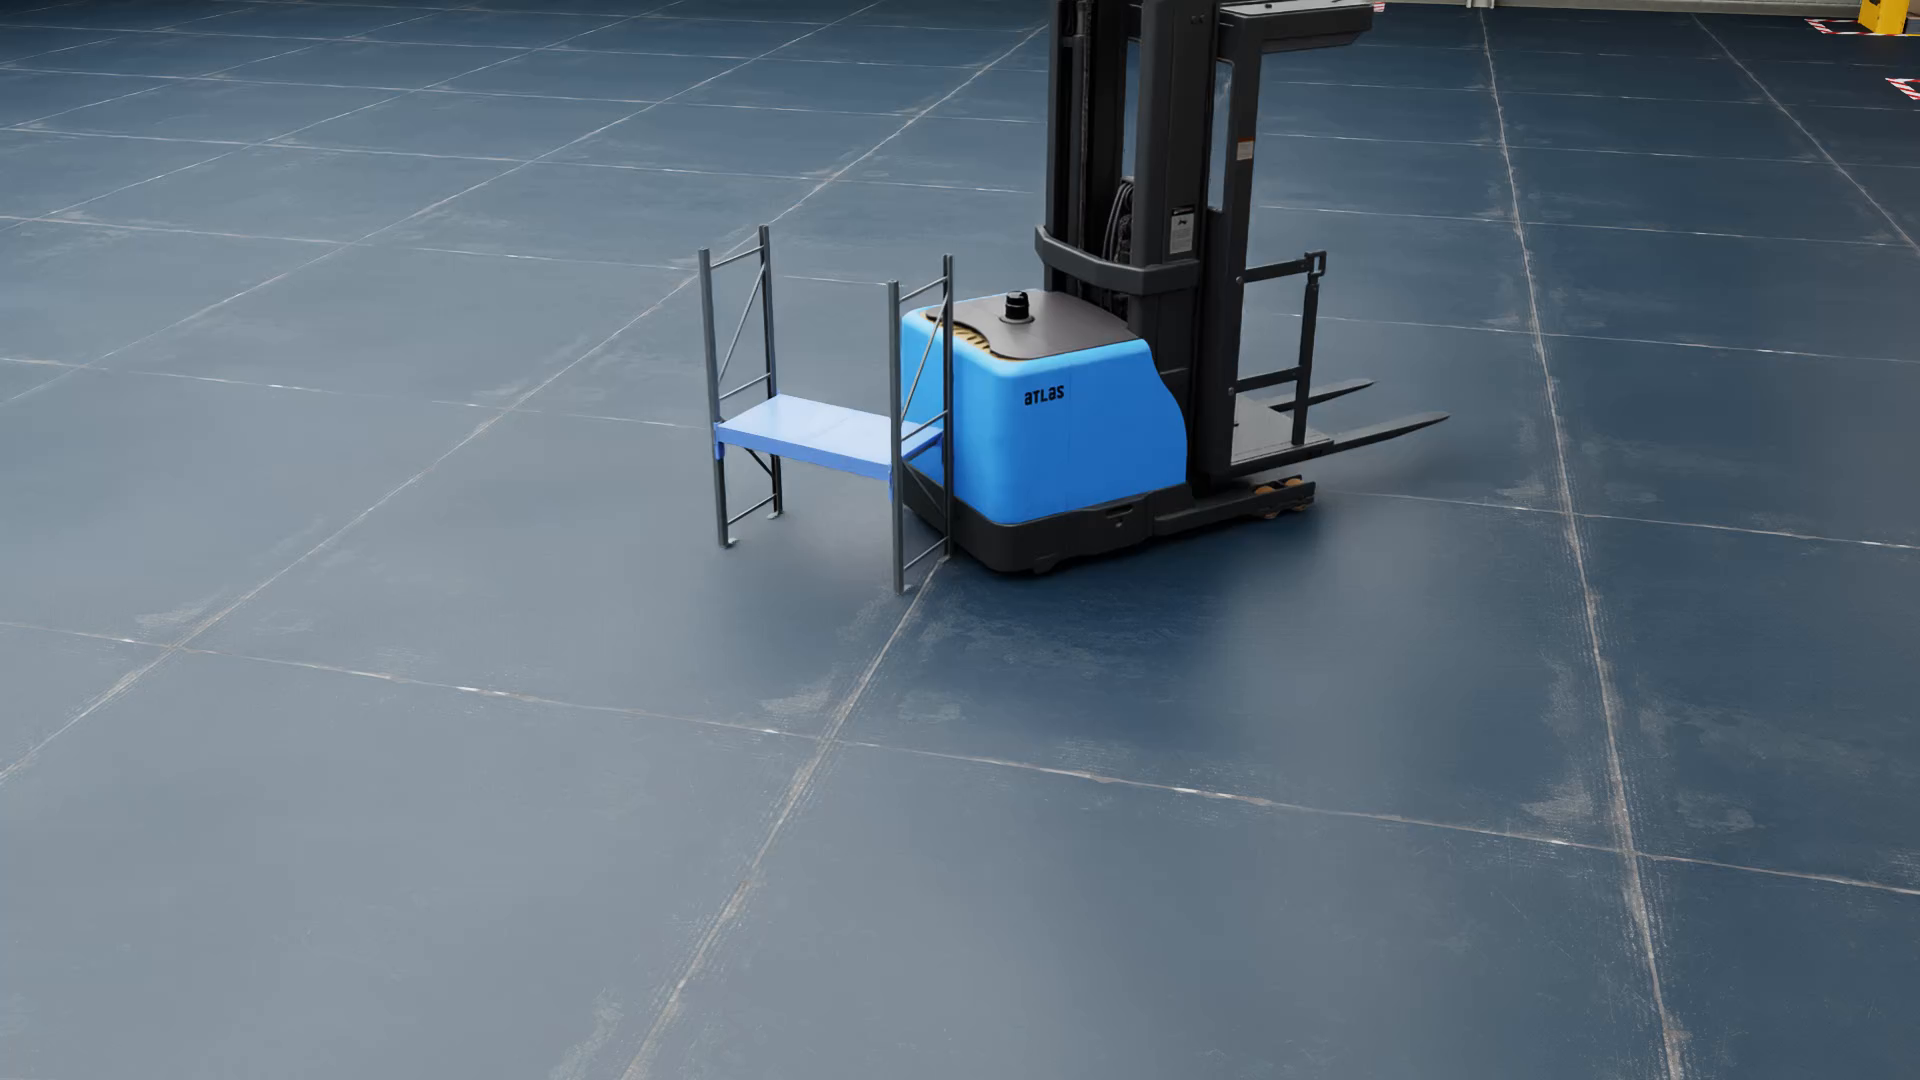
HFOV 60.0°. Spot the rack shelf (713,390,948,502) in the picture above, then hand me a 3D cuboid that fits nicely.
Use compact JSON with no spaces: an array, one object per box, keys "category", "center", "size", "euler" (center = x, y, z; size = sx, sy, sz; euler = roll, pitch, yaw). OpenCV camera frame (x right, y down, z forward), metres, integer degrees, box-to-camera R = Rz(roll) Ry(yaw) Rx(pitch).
[{"category":"rack shelf","center":[-0.609,-0.459,7.887],"size":[1.000,0.185,0.538],"euler":[14,29,27]}]

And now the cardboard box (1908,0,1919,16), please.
[{"category":"cardboard box","center":[13.483,-7.424,22.969],"size":[0.500,0.311,0.500],"euler":[3,26,7]}]

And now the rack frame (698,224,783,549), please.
[{"category":"rack frame","center":[-1.048,-0.731,8.041],"size":[0.032,1.500,0.500],"euler":[14,29,27]}]

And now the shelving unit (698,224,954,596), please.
[{"category":"shelving unit","center":[-0.609,-0.621,7.810],"size":[1.048,1.500,0.538],"euler":[14,29,27]}]

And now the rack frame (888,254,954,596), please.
[{"category":"rack frame","center":[-0.169,-0.511,7.579],"size":[0.032,1.500,0.500],"euler":[14,29,27]}]

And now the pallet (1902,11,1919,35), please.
[{"category":"pallet","center":[13.687,-7.182,23.089],"size":[1.213,0.211,1.003],"euler":[6,26,13]}]

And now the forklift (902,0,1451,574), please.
[{"category":"forklift","center":[1.236,-1.611,8.224],"size":[3.031,2.935,1.130],"euler":[-14,29,-27]}]

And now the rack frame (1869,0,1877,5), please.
[{"category":"rack frame","center":[12.835,-8.550,22.720],"size":[0.127,3.000,1.000],"euler":[6,26,13]}]

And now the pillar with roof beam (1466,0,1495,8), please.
[{"category":"pillar with roof beam","center":[6.845,-10.394,19.614],"size":[0.400,9.000,9.100],"euler":[6,26,13]}]

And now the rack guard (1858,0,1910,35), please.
[{"category":"rack guard","center":[12.909,-7.414,23.241],"size":[0.348,0.500,1.175],"euler":[6,26,13]}]
